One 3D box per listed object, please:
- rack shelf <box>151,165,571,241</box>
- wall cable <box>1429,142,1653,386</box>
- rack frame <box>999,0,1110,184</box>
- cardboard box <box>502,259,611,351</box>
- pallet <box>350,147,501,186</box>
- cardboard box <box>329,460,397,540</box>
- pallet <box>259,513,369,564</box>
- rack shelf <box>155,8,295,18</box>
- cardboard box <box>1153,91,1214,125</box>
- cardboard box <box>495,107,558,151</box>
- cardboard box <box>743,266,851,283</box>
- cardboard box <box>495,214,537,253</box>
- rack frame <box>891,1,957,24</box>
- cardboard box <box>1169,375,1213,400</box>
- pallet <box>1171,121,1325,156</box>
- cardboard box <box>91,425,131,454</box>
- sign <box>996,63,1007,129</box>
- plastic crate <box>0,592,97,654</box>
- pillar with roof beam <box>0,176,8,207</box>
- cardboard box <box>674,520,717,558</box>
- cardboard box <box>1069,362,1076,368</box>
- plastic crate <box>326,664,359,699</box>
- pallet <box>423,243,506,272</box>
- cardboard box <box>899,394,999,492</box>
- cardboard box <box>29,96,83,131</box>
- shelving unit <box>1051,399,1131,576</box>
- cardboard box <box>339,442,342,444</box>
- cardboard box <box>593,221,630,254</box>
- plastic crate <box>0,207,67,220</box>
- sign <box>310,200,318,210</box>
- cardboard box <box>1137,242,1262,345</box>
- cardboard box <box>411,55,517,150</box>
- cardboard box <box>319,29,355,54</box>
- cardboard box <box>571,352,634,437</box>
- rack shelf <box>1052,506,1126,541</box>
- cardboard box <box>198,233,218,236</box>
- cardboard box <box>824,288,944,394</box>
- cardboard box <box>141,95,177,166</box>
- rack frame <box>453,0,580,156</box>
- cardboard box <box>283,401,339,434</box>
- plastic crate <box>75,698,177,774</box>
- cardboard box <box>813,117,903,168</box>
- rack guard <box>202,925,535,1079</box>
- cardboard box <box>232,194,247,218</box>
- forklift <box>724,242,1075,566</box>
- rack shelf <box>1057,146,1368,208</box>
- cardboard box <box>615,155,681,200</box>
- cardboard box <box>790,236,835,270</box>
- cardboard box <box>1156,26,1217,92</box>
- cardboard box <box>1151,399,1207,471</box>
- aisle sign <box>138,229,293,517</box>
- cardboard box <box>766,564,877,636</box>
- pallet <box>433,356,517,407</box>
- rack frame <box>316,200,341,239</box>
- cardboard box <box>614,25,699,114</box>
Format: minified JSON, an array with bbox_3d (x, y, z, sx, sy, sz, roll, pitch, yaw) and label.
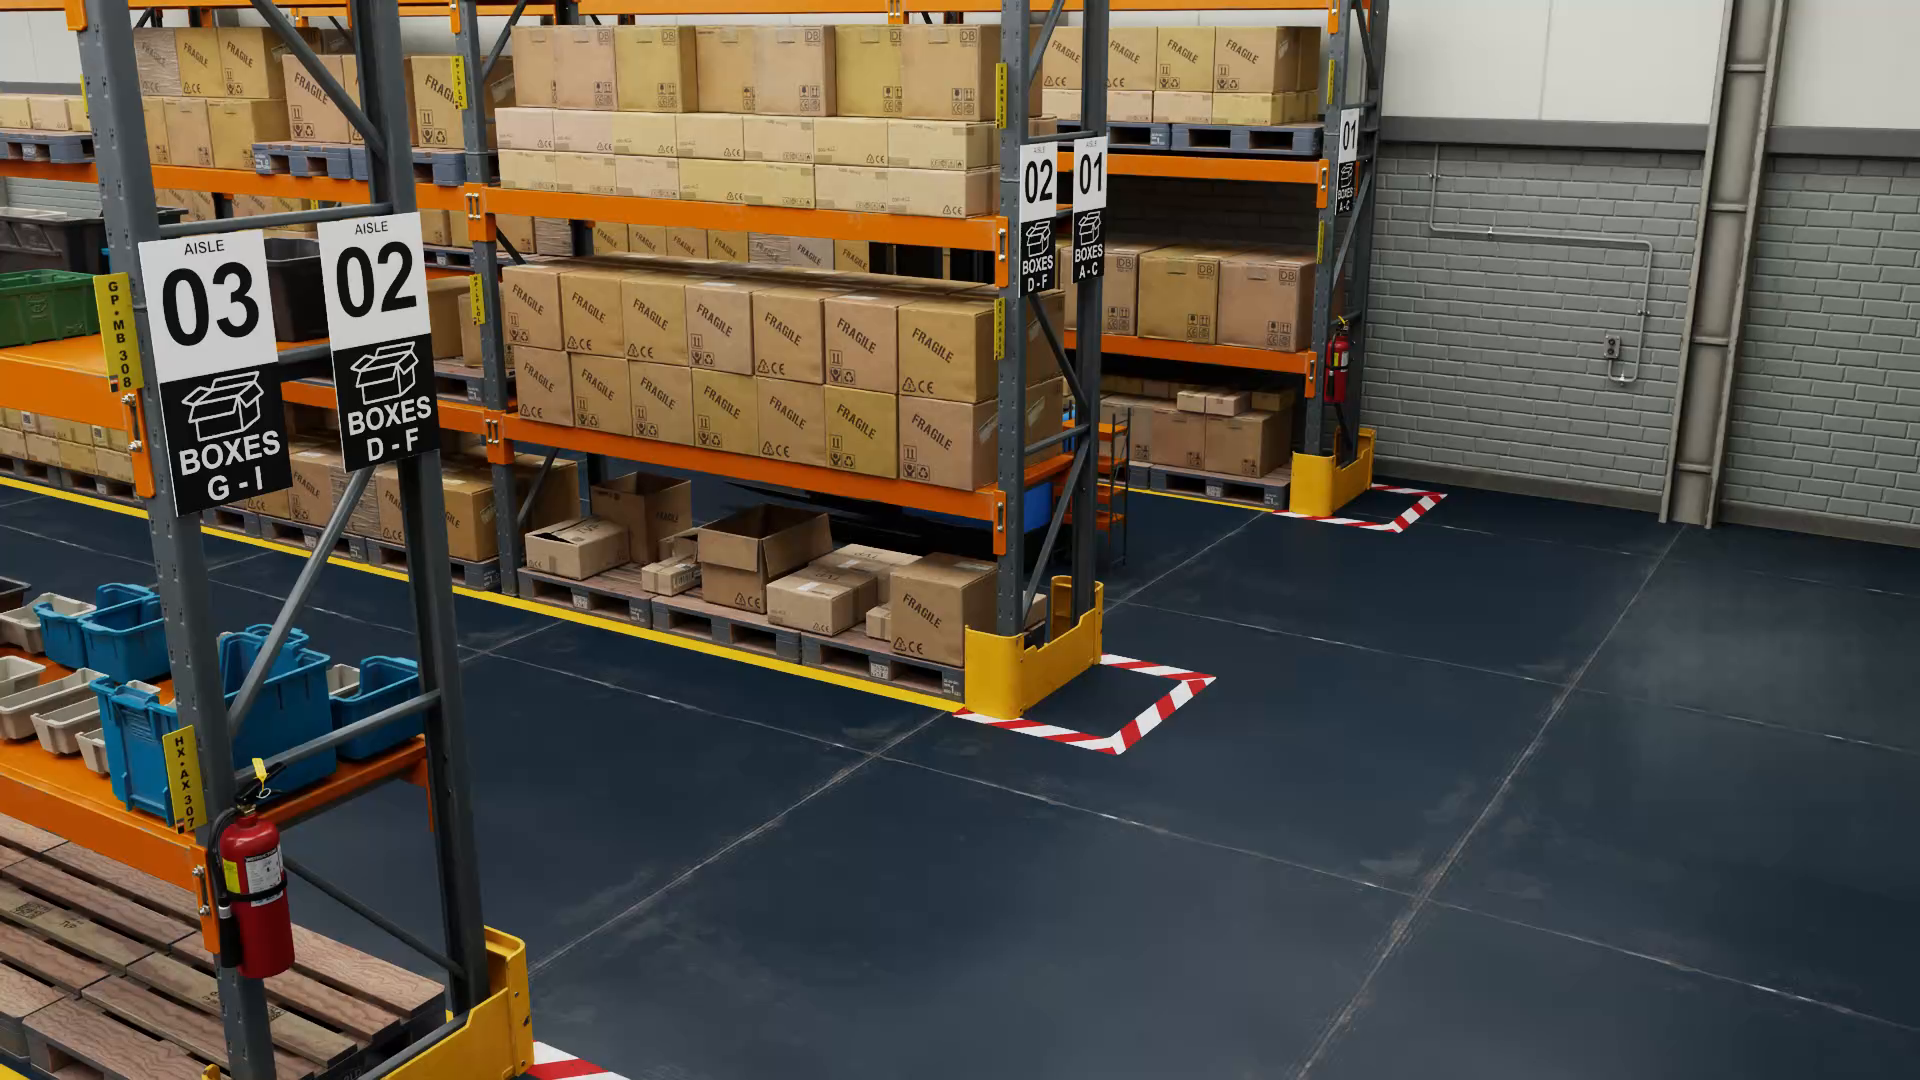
[{"bbox_3d":[-4.592,-2.562,12.232,4.000,0.370,1.077,10,20,30],"label":"rack shelf"},{"bbox_3d":[4.696,-2.312,13.582,1.851,1.984,0.084,10,20,30],"label":"wall cable"},{"bbox_3d":[0.520,-3.429,8.687,0.127,3.000,1.000,10,20,30],"label":"rack frame"},{"bbox_3d":[-2.634,-1.552,10.937,0.500,0.500,0.500,11,20,31],"label":"cardboard box"},{"bbox_3d":[-3.407,-2.629,11.537,1.003,0.211,1.213,10,20,30],"label":"pallet"},{"bbox_3d":[-4.302,-0.339,12.381,0.500,0.500,0.500,10,20,31],"label":"cardboard box"},{"bbox_3d":[-4.645,-0.132,12.954,1.213,0.211,1.003,10,20,30],"label":"pallet"},{"bbox_3d":[-8.820,-6.440,19.844,4.000,0.370,1.077,10,20,30],"label":"rack shelf"},{"bbox_3d":[1.903,-3.523,13.520,0.500,0.250,0.500,9,19,28],"label":"cardboard box"},{"bbox_3d":[-2.604,-2.634,10.629,0.500,0.250,0.500,10,20,30],"label":"cardboard box"},{"bbox_3d":[-1.026,-1.450,10.600,0.500,0.500,0.500,10,20,30],"label":"cardboard box"},{"bbox_3d":[-4.603,-3.409,18.012,0.500,0.500,0.700,8,19,25],"label":"cardboard box"},{"bbox_3d":[-0.299,-5.265,14.731,0.127,3.000,1.000,10,20,30],"label":"rack frame"},{"bbox_3d":[2.027,-1.329,14.556,0.250,0.149,0.380,10,20,31],"label":"cardboard box"},{"bbox_3d":[2.472,-3.289,13.540,1.213,0.211,1.003,10,20,30],"label":"pallet"},{"bbox_3d":[-6.872,-0.948,13.884,0.500,0.311,0.500,11,20,31],"label":"cardboard box"},{"bbox_3d":[0.213,-2.283,8.552,0.005,0.325,0.100,10,20,30],"label":"sign"},{"bbox_3d":[-3.842,0.347,6.928,0.466,0.136,0.293,10,20,30],"label":"plastic crate"},{"bbox_3d":[-16.841,-7.044,20.589,0.400,9.000,9.100,10,20,30],"label":"pillar with roof beam"},{"bbox_3d":[-1.615,0.040,11.459,0.500,0.311,0.500,10,20,30],"label":"cardboard box"},{"bbox_3d":[0.940,-1.522,15.194,0.250,0.149,0.380,9,19,28],"label":"cardboard box"},{"bbox_3d":[-2.343,0.577,6.172,0.298,0.136,0.250,10,20,30],"label":"plastic crate"},{"bbox_3d":[-5.416,-3.202,18.592,1.213,0.211,1.003,10,20,30],"label":"pallet"},{"bbox_3d":[-0.004,-0.607,9.547,0.500,0.500,0.500,11,20,32],"label":"cardboard box"},{"bbox_3d":[-7.169,-3.470,13.519,0.500,0.250,0.500,11,20,32],"label":"cardboard box"},{"bbox_3d":[0.945,-0.383,12.079,0.503,1.200,0.258,11,20,33],"label":"shelving unit"},{"bbox_3d":[-4.486,-0.549,13.070,0.500,0.500,0.500,9,19,28],"label":"cardboard box"},{"bbox_3d":[-3.427,-3.065,17.093,0.500,0.500,0.500,11,20,32],"label":"cardboard box"},{"bbox_3d":[-3.802,-1.124,6.465,0.530,0.282,0.437,10,20,30],"label":"plastic crate"},{"bbox_3d":[-7.393,-3.890,19.037,0.005,0.325,0.100,10,20,30],"label":"sign"},{"bbox_3d":[2.044,-2.113,14.159,0.700,0.700,0.980,10,20,30],"label":"cardboard box"},{"bbox_3d":[-3.279,-2.994,11.348,0.600,0.600,0.600,8,19,25],"label":"cardboard box"},{"bbox_3d":[-7.384,-5.728,19.489,0.500,0.500,0.500,11,20,31],"label":"cardboard box"},{"bbox_3d":[-2.158,-0.993,10.816,0.500,0.500,0.500,11,20,31],"label":"cardboard box"},{"bbox_3d":[0.945,-0.129,12.156,0.480,0.148,0.258,11,20,33],"label":"rack shelf"},{"bbox_3d":[-8.964,-3.773,20.364,0.500,0.250,0.500,10,20,31],"label":"cardboard box"},{"bbox_3d":[-0.434,-1.161,9.650,0.500,0.500,0.500,11,20,32],"label":"cardboard box"},{"bbox_3d":[-5.907,-3.200,12.924,0.500,0.500,0.910,10,20,30],"label":"cardboard box"},{"bbox_3d":[-2.888,-4.037,10.690,0.127,3.000,1.000,10,20,30],"label":"rack frame"},{"bbox_3d":[-5.327,-1.057,13.454,0.500,0.250,0.500,11,20,32],"label":"cardboard box"},{"bbox_3d":[-2.865,0.686,5.813,0.243,0.136,0.396,10,20,30],"label":"plastic crate"},{"bbox_3d":[-0.477,-2.252,9.372,0.500,0.250,0.500,10,20,30],"label":"cardboard box"},{"bbox_3d":[-2.048,1.864,5.884,0.348,0.500,1.175,10,20,30],"label":"rack guard"},{"bbox_3d":[-8.532,-4.057,20.010,0.500,0.500,0.500,9,19,28],"label":"cardboard box"},{"bbox_3d":[-0.518,-1.507,12.798,3.031,2.935,1.130,11,20,33],"label":"forklift"},{"bbox_3d":[1.405,-3.181,14.270,4.000,0.370,1.077,10,20,30],"label":"rack shelf"},{"bbox_3d":[-1.754,-2.242,10.198,0.500,0.250,0.500,10,20,30],"label":"cardboard box"},{"bbox_3d":[-1.264,-2.677,15.815,0.500,0.500,0.500,10,20,31],"label":"cardboard box"},{"bbox_3d":[1.922,-3.880,13.405,0.500,0.500,0.500,11,20,32],"label":"cardboard box"},{"bbox_3d":[2.034,-0.949,14.422,0.500,0.500,0.700,10,20,30],"label":"cardboard box"},{"bbox_3d":[-2.167,-0.493,4.870,0.004,0.787,0.394,10,20,30],"label":"aisle sign"},{"bbox_3d":[-0.866,0.373,10.466,0.500,0.250,0.500,10,20,30],"label":"cardboard box"},{"bbox_3d":[-3.512,-1.224,12.079,1.213,0.211,1.003,10,20,30],"label":"pallet"},{"bbox_3d":[-7.116,-3.611,19.609,0.127,3.000,1.000,10,20,30],"label":"rack frame"},{"bbox_3d":[-1.673,-2.878,10.143,0.500,0.500,0.700,10,20,30],"label":"cardboard box"}]
